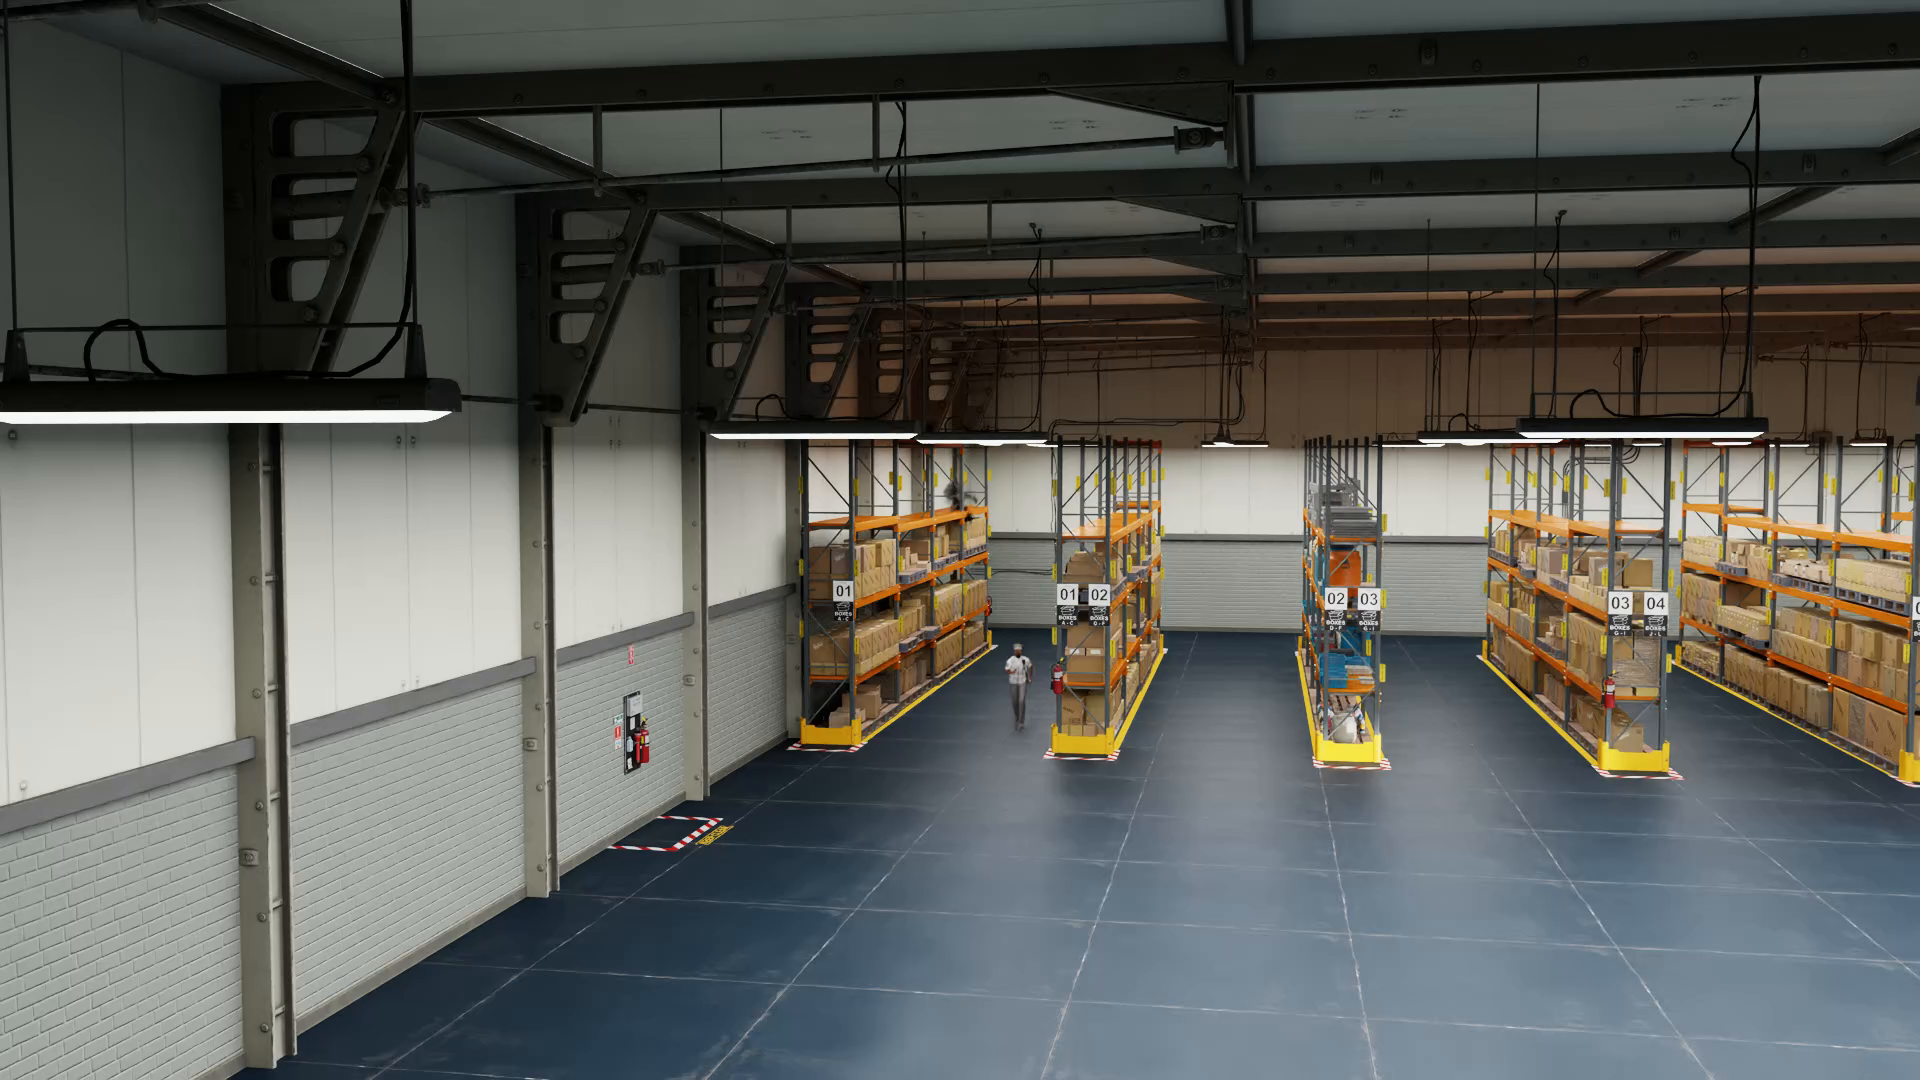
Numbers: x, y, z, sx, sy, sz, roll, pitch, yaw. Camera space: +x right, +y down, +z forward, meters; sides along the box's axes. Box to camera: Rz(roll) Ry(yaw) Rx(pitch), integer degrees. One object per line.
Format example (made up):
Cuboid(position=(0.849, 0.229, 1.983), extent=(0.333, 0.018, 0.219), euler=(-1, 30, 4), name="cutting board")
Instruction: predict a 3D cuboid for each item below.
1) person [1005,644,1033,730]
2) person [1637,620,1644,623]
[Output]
Cuboid(position=(1.215, 2.999, 34.451), extent=(0.559, 1.730, 0.856), euler=(0, 3, 9), name="person")
Cuboid(position=(17.815, 2.503, 43.772), extent=(0.734, 1.718, 0.621), euler=(1, 3, 19), name="person")
